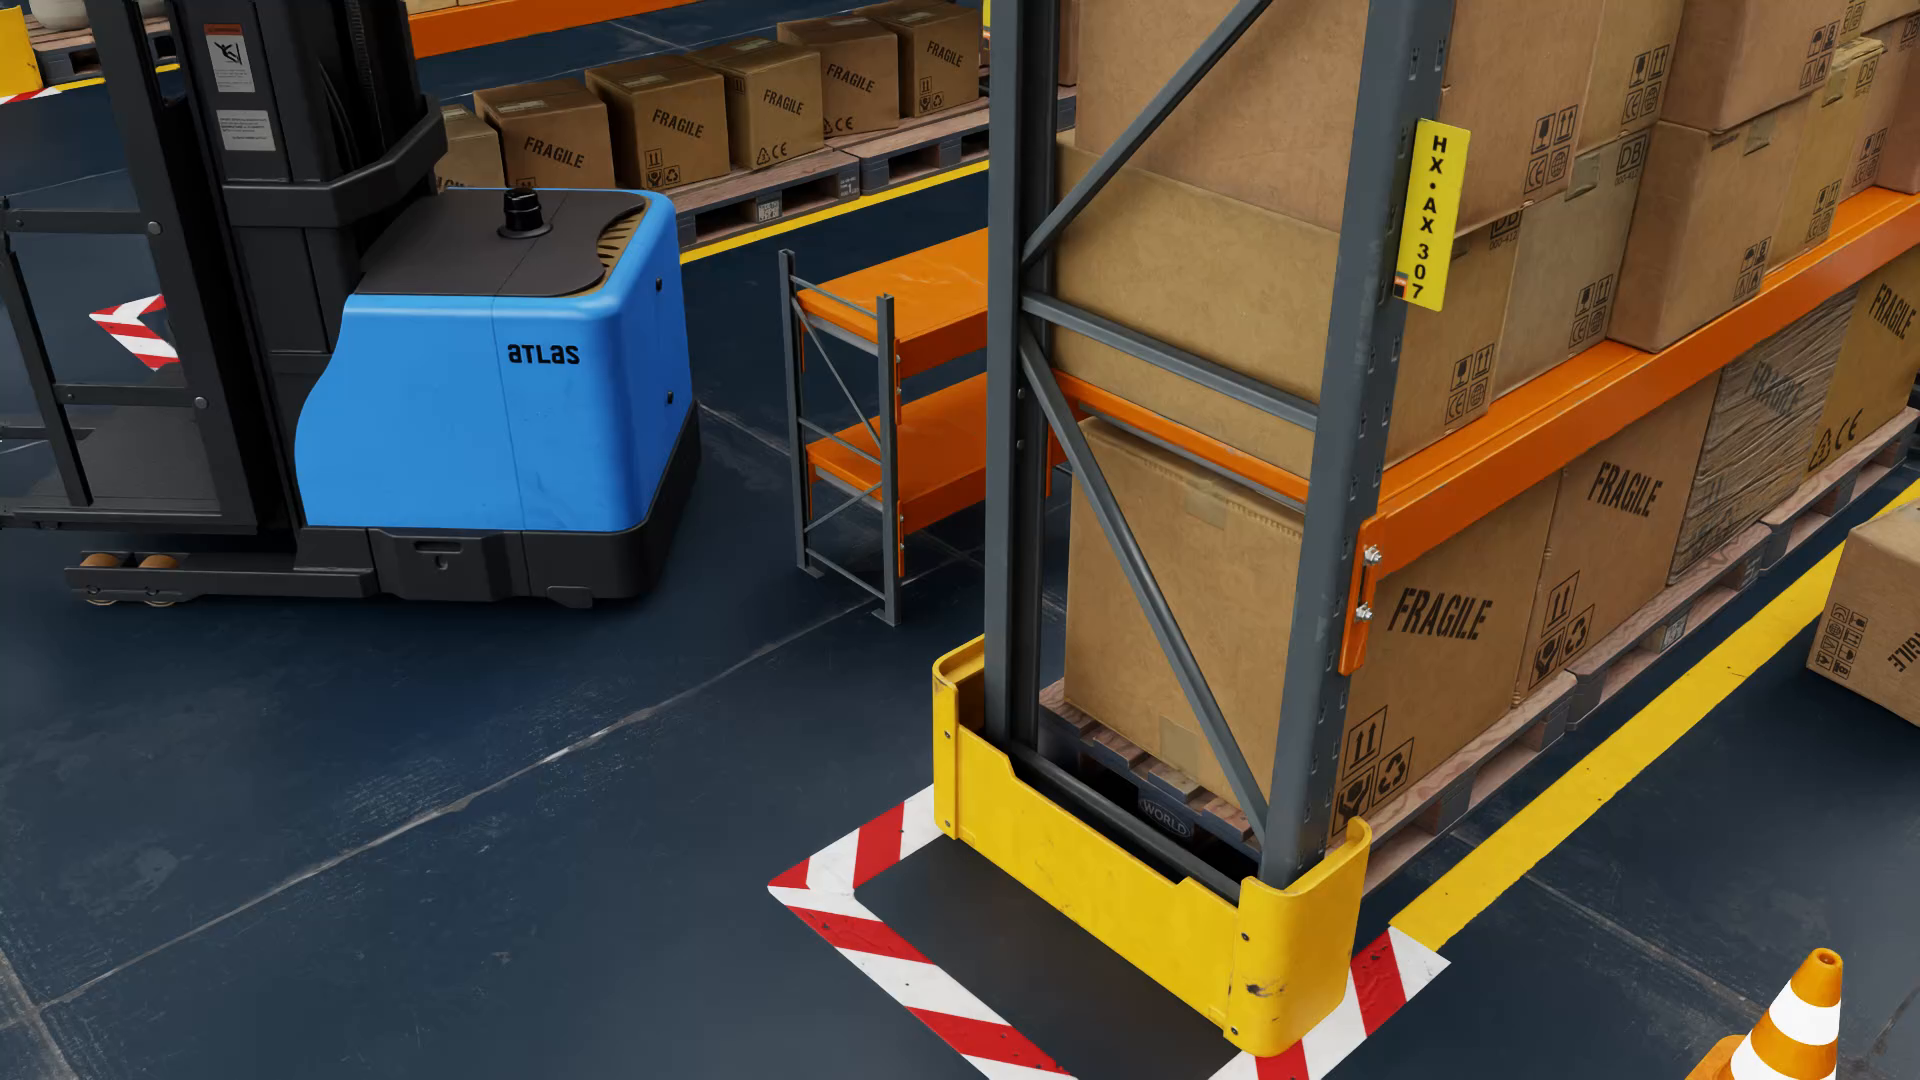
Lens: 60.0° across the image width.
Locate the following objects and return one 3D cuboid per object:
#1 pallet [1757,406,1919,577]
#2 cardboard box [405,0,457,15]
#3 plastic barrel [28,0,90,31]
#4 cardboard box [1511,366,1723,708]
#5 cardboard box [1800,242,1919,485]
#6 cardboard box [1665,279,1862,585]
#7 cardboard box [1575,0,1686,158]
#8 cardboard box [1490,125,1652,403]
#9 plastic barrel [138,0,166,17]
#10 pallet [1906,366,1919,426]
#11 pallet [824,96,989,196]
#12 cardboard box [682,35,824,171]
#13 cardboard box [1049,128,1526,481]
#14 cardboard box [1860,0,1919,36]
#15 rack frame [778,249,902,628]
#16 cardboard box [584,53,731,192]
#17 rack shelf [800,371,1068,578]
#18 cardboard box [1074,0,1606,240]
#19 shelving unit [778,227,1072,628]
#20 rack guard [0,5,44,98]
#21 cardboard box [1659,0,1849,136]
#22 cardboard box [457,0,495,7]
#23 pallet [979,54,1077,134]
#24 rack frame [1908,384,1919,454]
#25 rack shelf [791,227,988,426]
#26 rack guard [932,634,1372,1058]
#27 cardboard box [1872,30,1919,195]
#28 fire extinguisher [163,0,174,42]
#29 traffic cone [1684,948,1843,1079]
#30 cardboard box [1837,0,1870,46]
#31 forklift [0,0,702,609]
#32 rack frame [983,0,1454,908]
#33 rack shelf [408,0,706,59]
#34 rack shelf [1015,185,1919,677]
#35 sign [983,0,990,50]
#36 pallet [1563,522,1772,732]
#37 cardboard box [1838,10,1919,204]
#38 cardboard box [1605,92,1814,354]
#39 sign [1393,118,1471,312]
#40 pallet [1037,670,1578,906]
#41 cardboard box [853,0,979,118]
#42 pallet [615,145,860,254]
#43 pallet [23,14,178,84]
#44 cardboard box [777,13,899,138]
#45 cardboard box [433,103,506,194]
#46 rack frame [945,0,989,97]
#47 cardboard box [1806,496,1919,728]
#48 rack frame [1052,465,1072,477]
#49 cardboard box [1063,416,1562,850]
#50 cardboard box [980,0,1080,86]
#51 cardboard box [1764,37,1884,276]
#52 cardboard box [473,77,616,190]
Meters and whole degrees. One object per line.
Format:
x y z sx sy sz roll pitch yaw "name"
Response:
2.766 -0.362 6.140 1.213 0.211 1.003 -26 40 -35 "pallet"
-2.287 -2.290 6.860 0.250 0.149 0.380 -26 40 -35 "cardboard box"
-5.792 -3.581 10.713 0.421 0.512 0.421 0 31 0 "plastic barrel"
1.540 -0.224 4.875 0.875 0.875 0.875 -27 40 -36 "cardboard box"
2.868 -0.868 5.928 0.875 0.875 0.875 -25 39 -35 "cardboard box"
2.210 -0.547 5.403 0.875 0.875 0.875 -25 40 -35 "cardboard box"
1.083 -1.244 3.731 0.550 0.550 0.875 -26 40 -35 "cardboard box"
1.073 -0.789 4.021 0.550 0.550 0.875 -26 40 -35 "cardboard box"
-5.424 -3.759 11.004 0.421 0.512 0.421 0 31 0 "plastic barrel"
3.891 -0.904 7.026 1.213 0.211 1.003 -26 40 -35 "pallet"
-0.390 -2.283 9.282 1.213 0.211 1.003 -26 40 -35 "pallet"
-1.059 -2.254 8.555 0.500 0.500 0.500 25 39 35 "cardboard box"
0.685 -0.585 3.688 0.550 0.550 0.875 -26 40 -35 "cardboard box"
2.269 -1.820 4.672 0.550 0.550 0.875 -26 40 -35 "cardboard box"
-0.368 -0.302 5.166 0.032 1.125 0.500 -26 40 -35 "rack frame"
-1.498 -2.074 8.259 0.500 0.500 0.500 -22 38 -31 "cardboard box"
0.005 -0.274 5.588 1.000 0.278 0.538 -26 40 -35 "rack shelf"
0.742 -1.014 3.354 0.550 0.550 0.875 -26 40 -35 "cardboard box"
0.005 -0.482 5.460 1.048 1.125 0.538 -26 40 -35 "shelving unit"
-6.199 -3.179 10.470 0.348 0.500 1.175 -26 40 -35 "rack guard"
1.586 -1.391 3.971 0.550 0.550 0.875 -26 40 -35 "cardboard box"
-2.094 -2.373 6.996 0.250 0.149 0.380 -26 40 -35 "cardboard box"
0.648 -2.812 10.146 1.213 0.211 1.003 -26 40 -35 "pallet"
3.377 -1.791 5.804 0.127 3.000 1.000 -26 40 -35 "rack frame"
0.005 -0.732 5.308 1.000 0.278 0.538 -26 40 -35 "rack shelf"
0.426 0.702 4.122 0.348 0.500 1.175 -26 40 -35 "rack guard"
2.726 -1.516 5.210 0.550 0.550 0.875 -26 40 -35 "cardboard box"
-3.252 -2.408 6.888 0.183 0.674 0.296 -26 40 -35 "fire extinguisher"
1.799 1.065 3.565 0.334 0.463 0.336 -26 40 -35 "traffic cone"
1.886 -1.629 4.360 0.500 0.550 0.875 -26 40 -35 "cardboard box"
-2.481 -1.308 5.079 3.031 2.935 1.130 1 31 2 "forklift"
0.444 -0.373 3.484 0.127 3.000 1.000 -26 40 -35 "rack frame"
-1.388 -2.708 7.993 4.000 0.370 1.077 -26 40 -35 "rack shelf"
1.910 -0.775 4.832 4.000 0.370 1.077 -26 40 -35 "rack shelf"
0.085 -1.180 3.468 0.005 0.325 0.100 -26 40 -35 "sign"
1.871 0.073 5.428 1.213 0.211 1.003 -26 40 -35 "pallet"
2.250 -1.370 4.971 0.550 0.550 0.875 -26 40 -35 "cardboard box"
1.569 -0.940 4.267 0.550 0.550 0.875 -26 40 -35 "cardboard box"
0.817 -0.561 2.887 0.005 0.325 0.100 -26 40 -35 "sign"
0.977 0.504 4.724 1.213 0.211 1.003 -26 40 -35 "pallet"
-0.242 -2.711 9.301 0.500 0.500 0.500 -27 41 -37 "cardboard box"
-1.285 -1.848 8.570 1.213 0.211 1.003 -26 40 -35 "pallet"
-5.599 -3.342 11.013 1.213 0.211 1.003 -26 40 -35 "pallet"
-0.657 -2.505 8.964 0.500 0.500 0.500 -13 34 -21 "cardboard box"
-2.385 -1.634 7.540 0.500 0.500 0.500 -18 36 -27 "cardboard box"
0.078 -3.725 8.966 0.127 3.000 1.000 -26 40 -35 "rack frame"
2.936 0.217 4.913 0.500 0.500 0.500 -19 36 -28 "cardboard box"
0.378 -0.663 5.755 0.032 1.125 0.500 -26 40 -35 "rack frame"
0.896 0.089 4.363 0.875 0.875 0.875 -26 40 -35 "cardboard box"
0.543 -3.055 9.846 0.700 0.500 0.500 26 40 35 "cardboard box"
1.930 -1.143 4.601 0.500 0.550 0.875 -26 40 -35 "cardboard box"
-1.970 -1.859 7.908 0.500 0.500 0.500 -15 35 -23 "cardboard box"
